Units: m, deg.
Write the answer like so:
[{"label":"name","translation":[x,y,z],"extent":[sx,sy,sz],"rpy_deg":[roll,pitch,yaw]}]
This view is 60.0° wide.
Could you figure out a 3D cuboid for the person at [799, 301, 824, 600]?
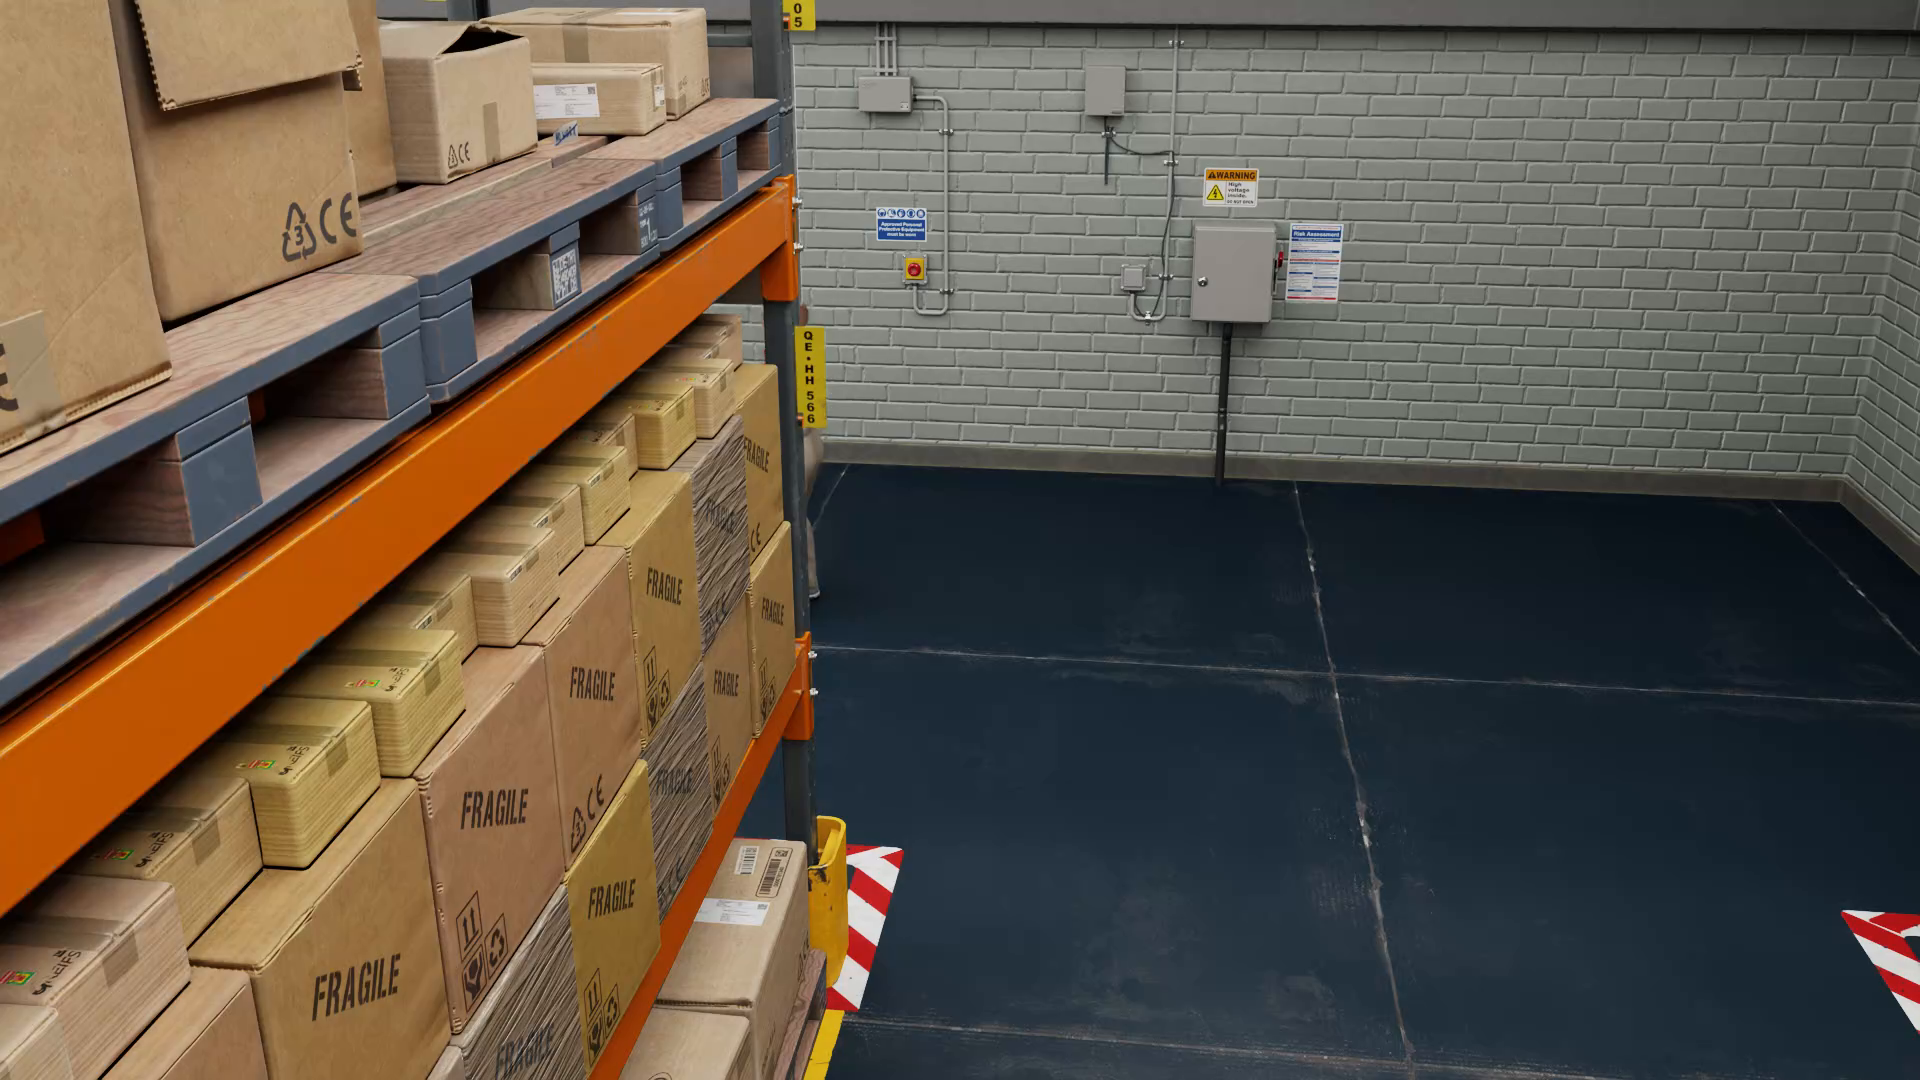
[{"label":"person","translation":[-0.999,-0.434,8.751],"extent":[0.532,1.721,0.493],"rpy_deg":[3,21,7]}]
